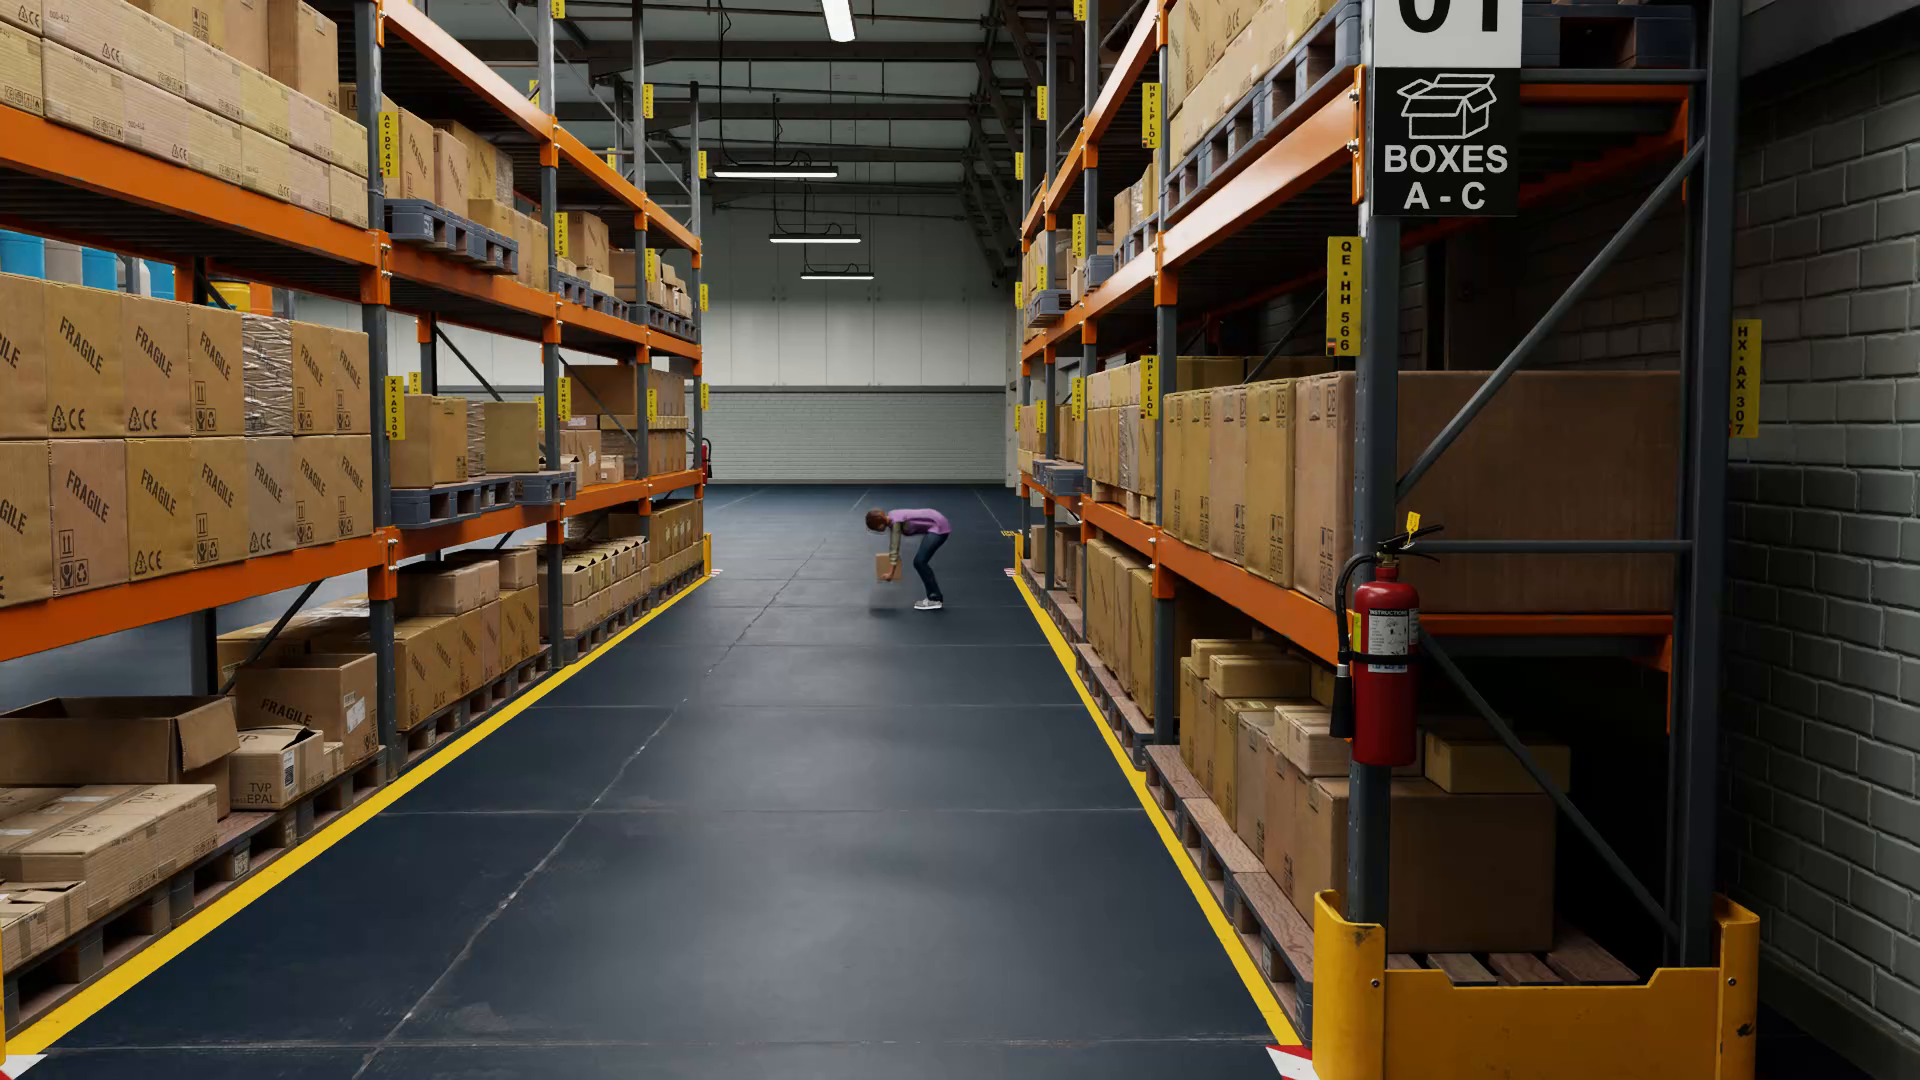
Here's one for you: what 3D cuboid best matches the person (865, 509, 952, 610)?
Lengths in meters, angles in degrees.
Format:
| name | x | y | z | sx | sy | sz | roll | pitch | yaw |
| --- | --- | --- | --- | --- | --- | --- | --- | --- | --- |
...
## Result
| name | x | y | z | sx | sy | sz | roll | pitch | yaw |
| --- | --- | --- | --- | --- | --- | --- | --- | --- | --- |
| person | -0.518 | 0.189 | 16.749 | 0.869 | 1.012 | 0.393 | 0 | 4 | -3 |
